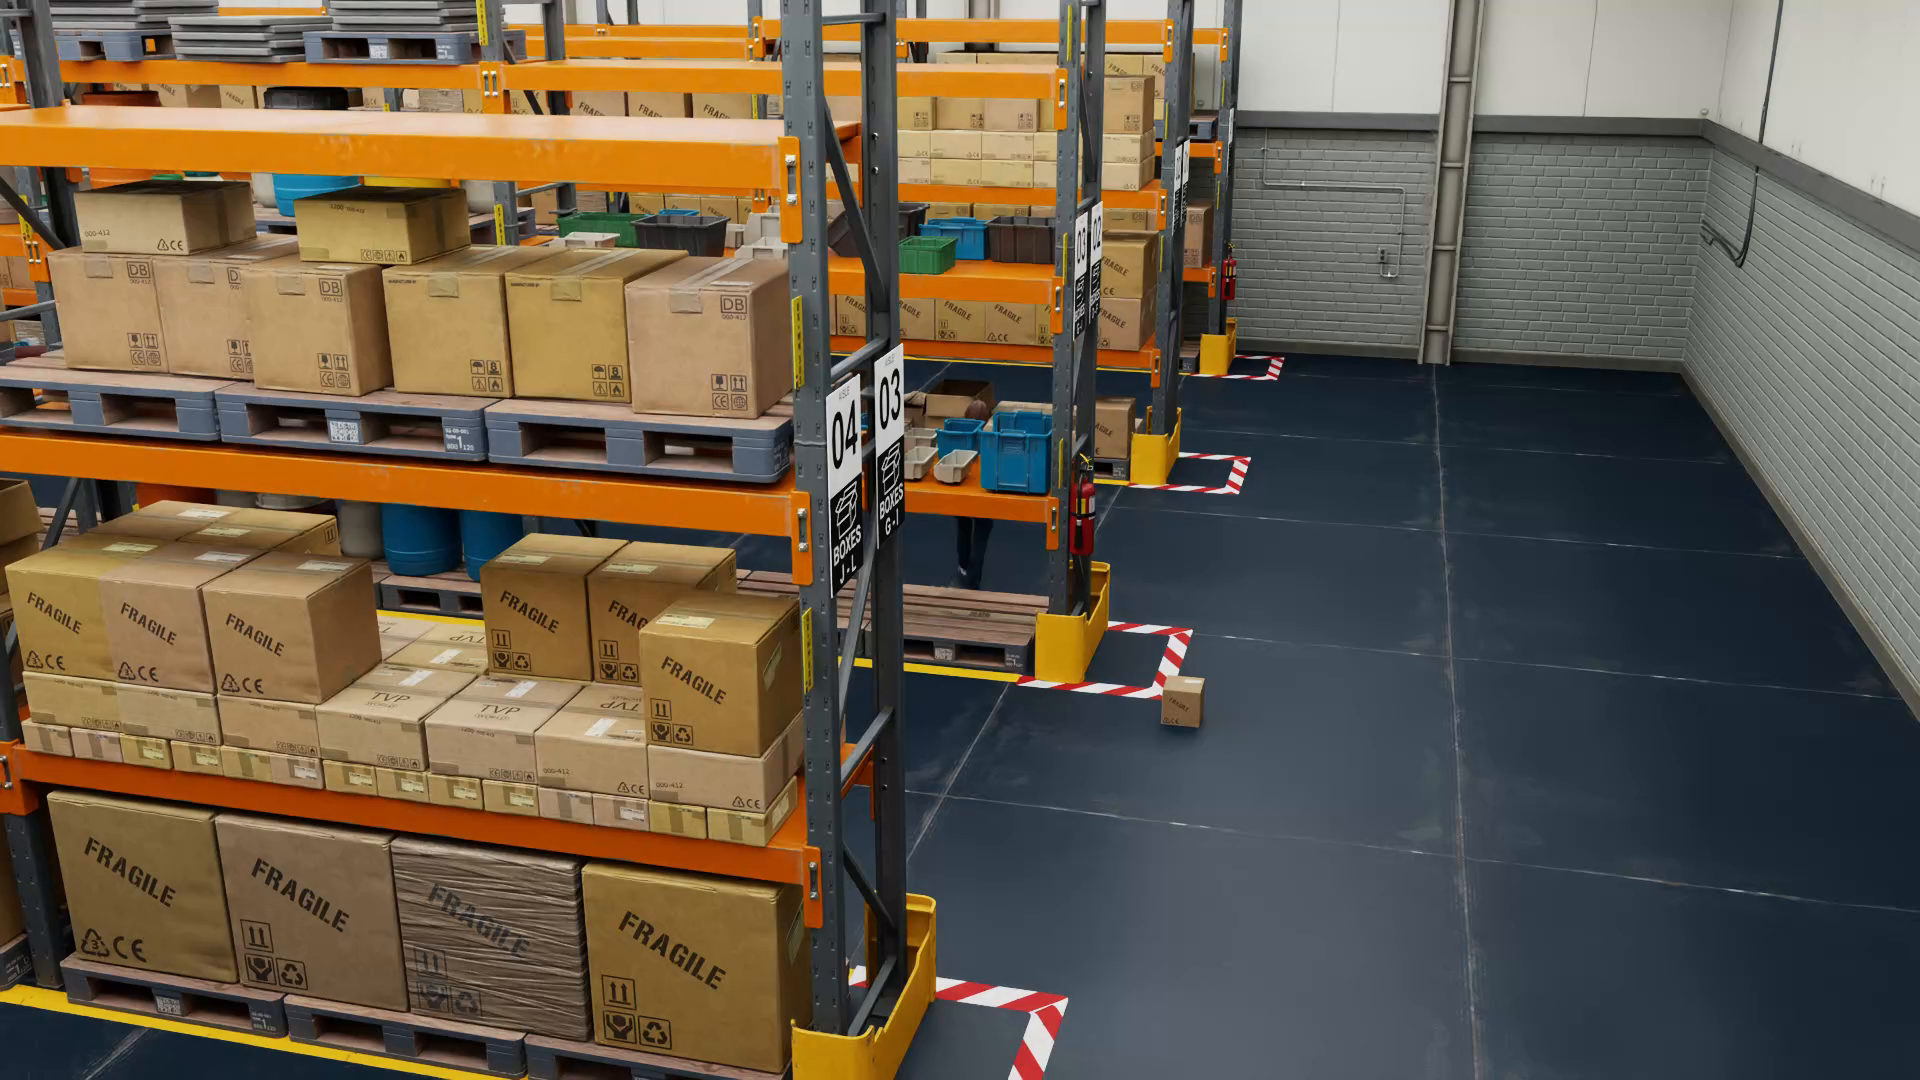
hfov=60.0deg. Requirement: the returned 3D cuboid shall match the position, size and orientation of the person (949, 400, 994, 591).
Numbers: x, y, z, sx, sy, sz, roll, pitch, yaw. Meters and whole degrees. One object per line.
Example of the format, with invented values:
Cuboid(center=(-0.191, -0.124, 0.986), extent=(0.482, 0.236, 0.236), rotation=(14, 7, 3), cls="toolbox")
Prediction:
Cuboid(center=(0.123, -0.358, 13.113), extent=(0.454, 1.553, 0.884), rotation=(6, 19, 16), cls="person")
